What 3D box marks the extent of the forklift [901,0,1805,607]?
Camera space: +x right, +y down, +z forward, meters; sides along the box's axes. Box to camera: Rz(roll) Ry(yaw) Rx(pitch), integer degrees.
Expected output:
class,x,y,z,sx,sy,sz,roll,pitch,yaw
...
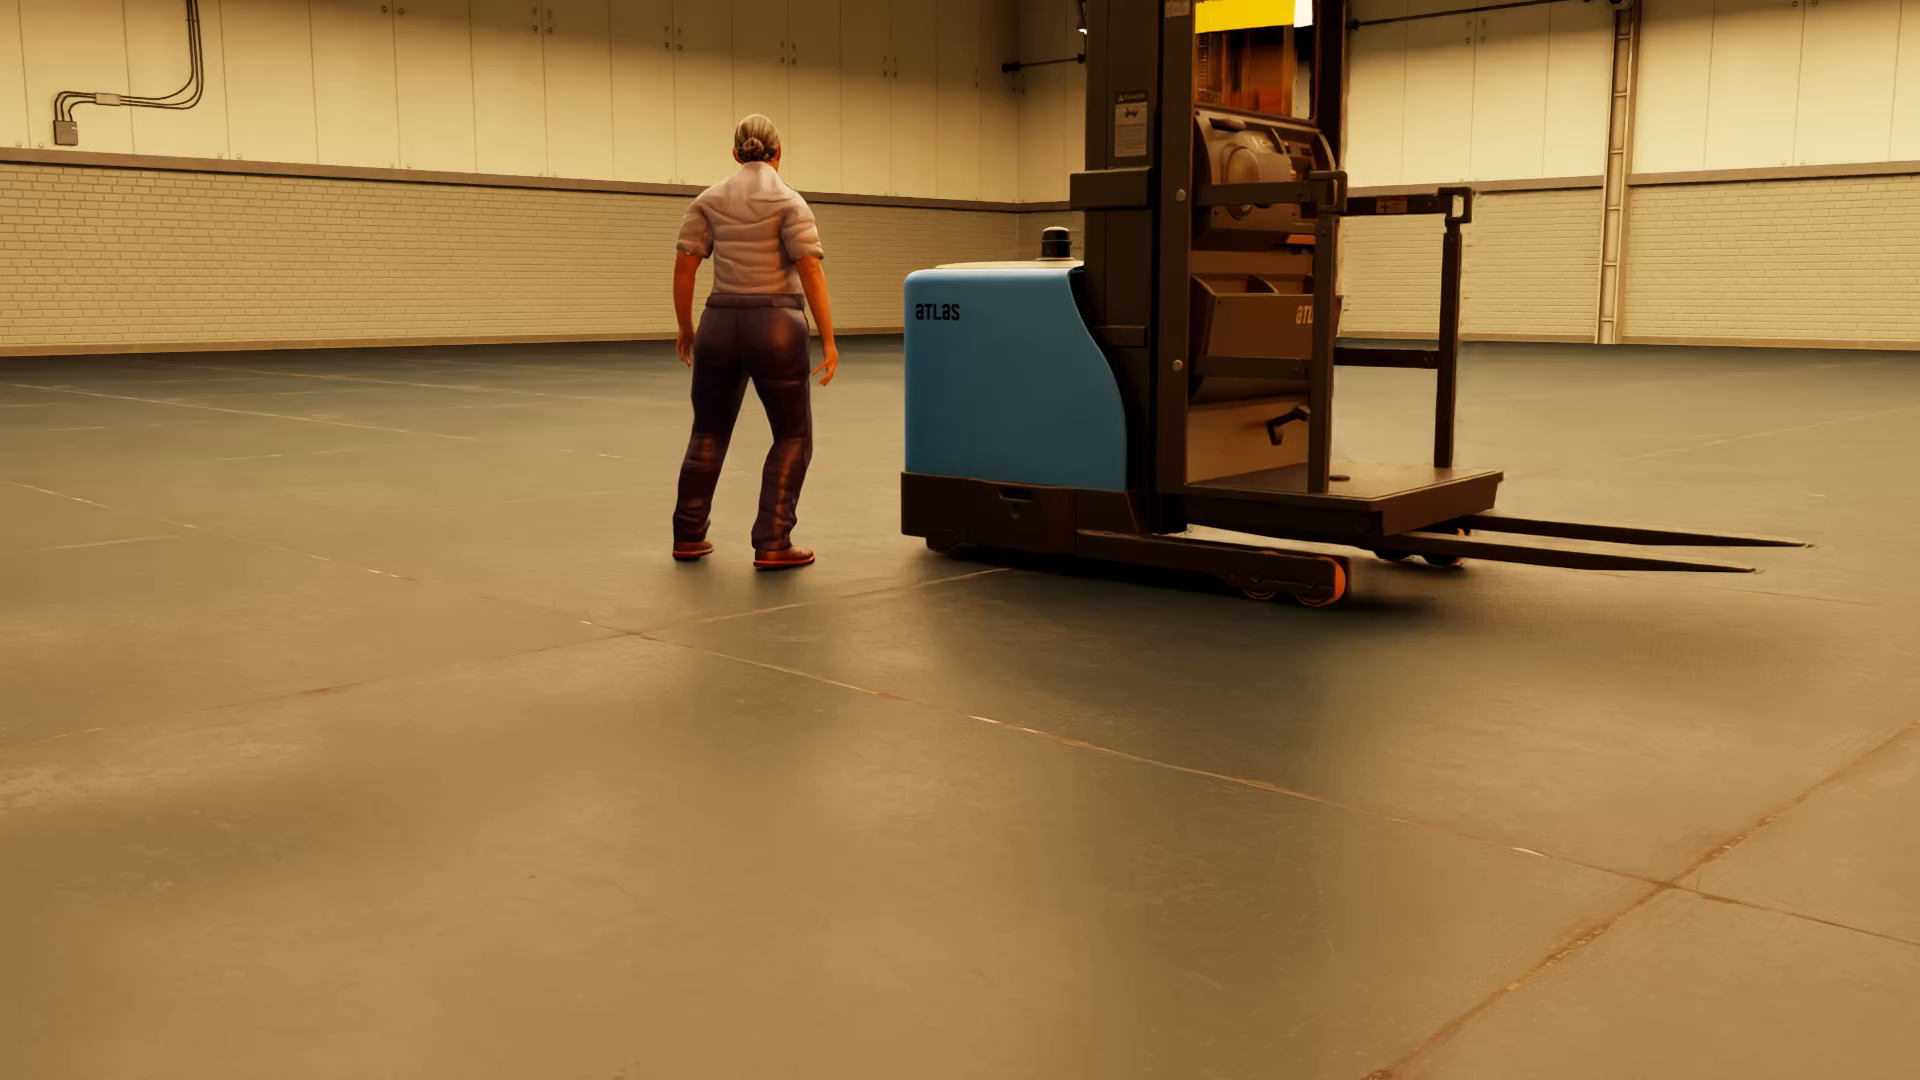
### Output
class,x,y,z,sx,sy,sz,roll,pitch,yaw
forklift,1.239,-1.323,5.662,3.031,2.935,1.130,7,11,38

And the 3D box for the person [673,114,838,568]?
class,x,y,z,sx,sy,sz,roll,pitch,yaw
person,-0.765,-0.723,6.074,0.726,1.628,0.396,3,9,20
